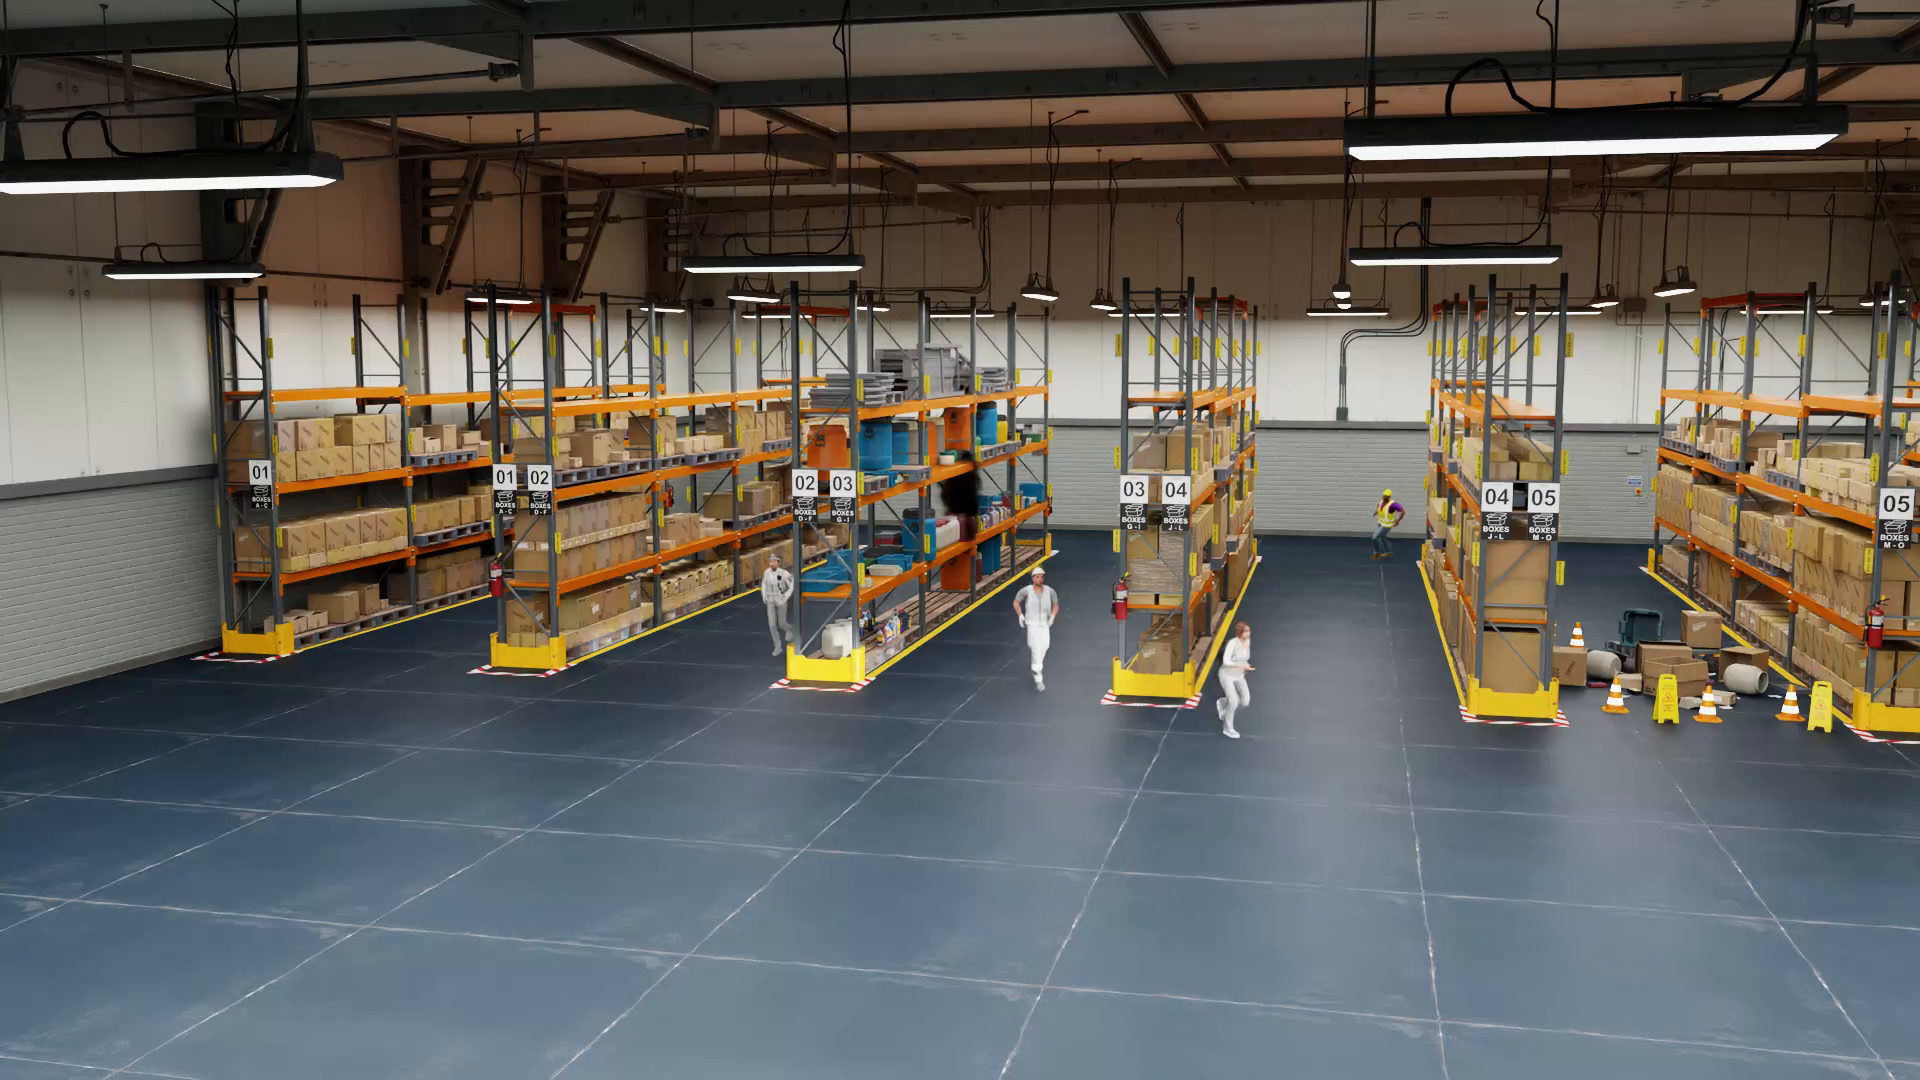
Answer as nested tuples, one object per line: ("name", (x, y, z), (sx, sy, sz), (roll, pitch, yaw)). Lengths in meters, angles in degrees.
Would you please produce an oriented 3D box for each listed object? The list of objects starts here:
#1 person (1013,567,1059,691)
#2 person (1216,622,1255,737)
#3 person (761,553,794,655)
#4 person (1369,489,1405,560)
("person", (1.143, 1.289, 24.757), (0.660, 1.796, 0.881), (-1, 7, -11))
("person", (3.555, 1.794, 21.448), (0.517, 1.534, 0.663), (-5, 8, -35))
("person", (-3.022, 1.031, 27.549), (0.643, 1.677, 0.717), (2, 7, 17))
("person", (10.102, -0.346, 39.408), (0.735, 1.734, 0.807), (-2, 7, -18))
